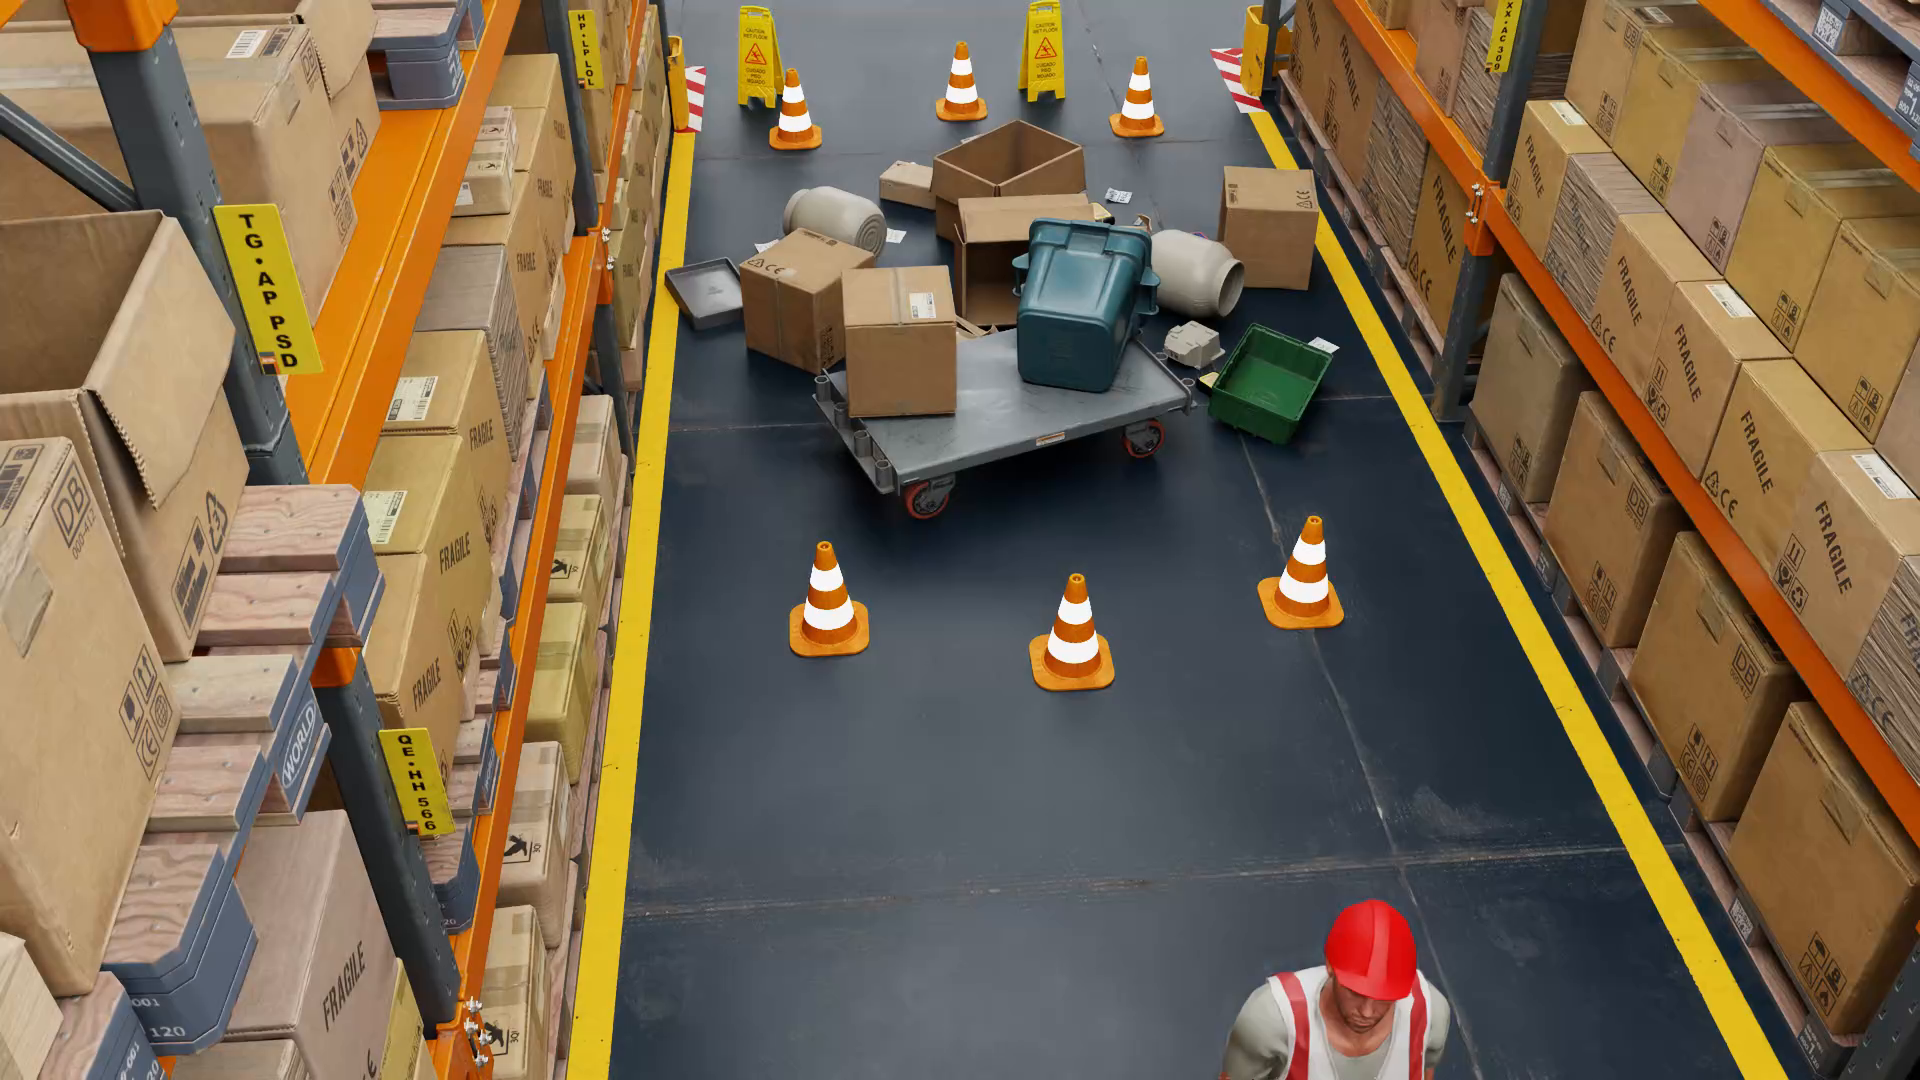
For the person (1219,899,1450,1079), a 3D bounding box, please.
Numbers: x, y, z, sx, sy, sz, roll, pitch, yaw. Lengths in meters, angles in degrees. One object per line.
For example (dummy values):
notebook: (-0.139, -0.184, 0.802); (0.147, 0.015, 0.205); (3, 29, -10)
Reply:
person: (0.905, 1.596, 4.153); (0.593, 1.813, 0.799); (3, 39, 3)
